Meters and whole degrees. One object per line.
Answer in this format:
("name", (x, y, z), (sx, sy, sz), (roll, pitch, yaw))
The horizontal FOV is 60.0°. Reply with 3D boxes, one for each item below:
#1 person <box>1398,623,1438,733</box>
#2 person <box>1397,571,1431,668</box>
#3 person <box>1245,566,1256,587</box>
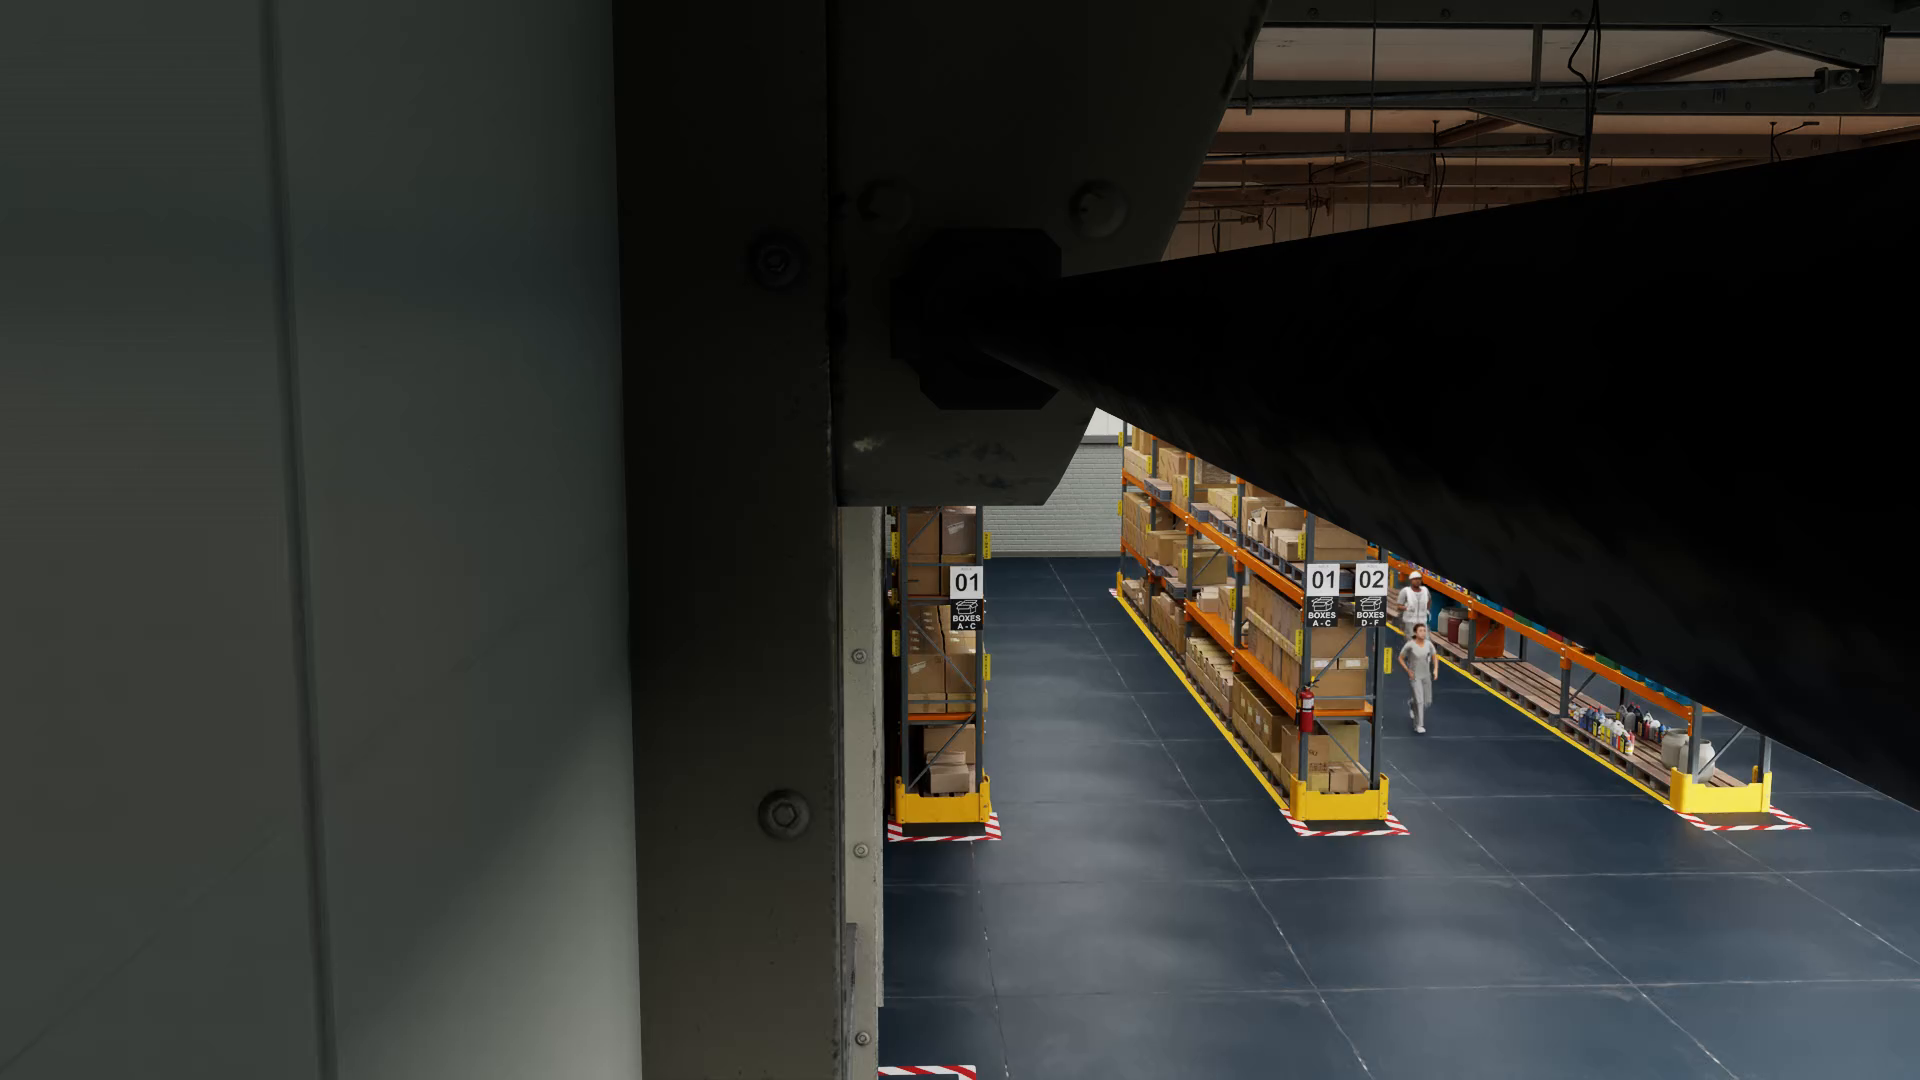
("person", (6.839, 2.035, 24.889), (0.605, 1.627, 0.683), (-1, 8, -9))
("person", (7.873, 1.435, 28.675), (0.662, 1.782, 0.644), (0, 8, -2))
("person", (6.062, 0.567, 34.960), (0.688, 1.758, 1.023), (-1, 8, -8))
